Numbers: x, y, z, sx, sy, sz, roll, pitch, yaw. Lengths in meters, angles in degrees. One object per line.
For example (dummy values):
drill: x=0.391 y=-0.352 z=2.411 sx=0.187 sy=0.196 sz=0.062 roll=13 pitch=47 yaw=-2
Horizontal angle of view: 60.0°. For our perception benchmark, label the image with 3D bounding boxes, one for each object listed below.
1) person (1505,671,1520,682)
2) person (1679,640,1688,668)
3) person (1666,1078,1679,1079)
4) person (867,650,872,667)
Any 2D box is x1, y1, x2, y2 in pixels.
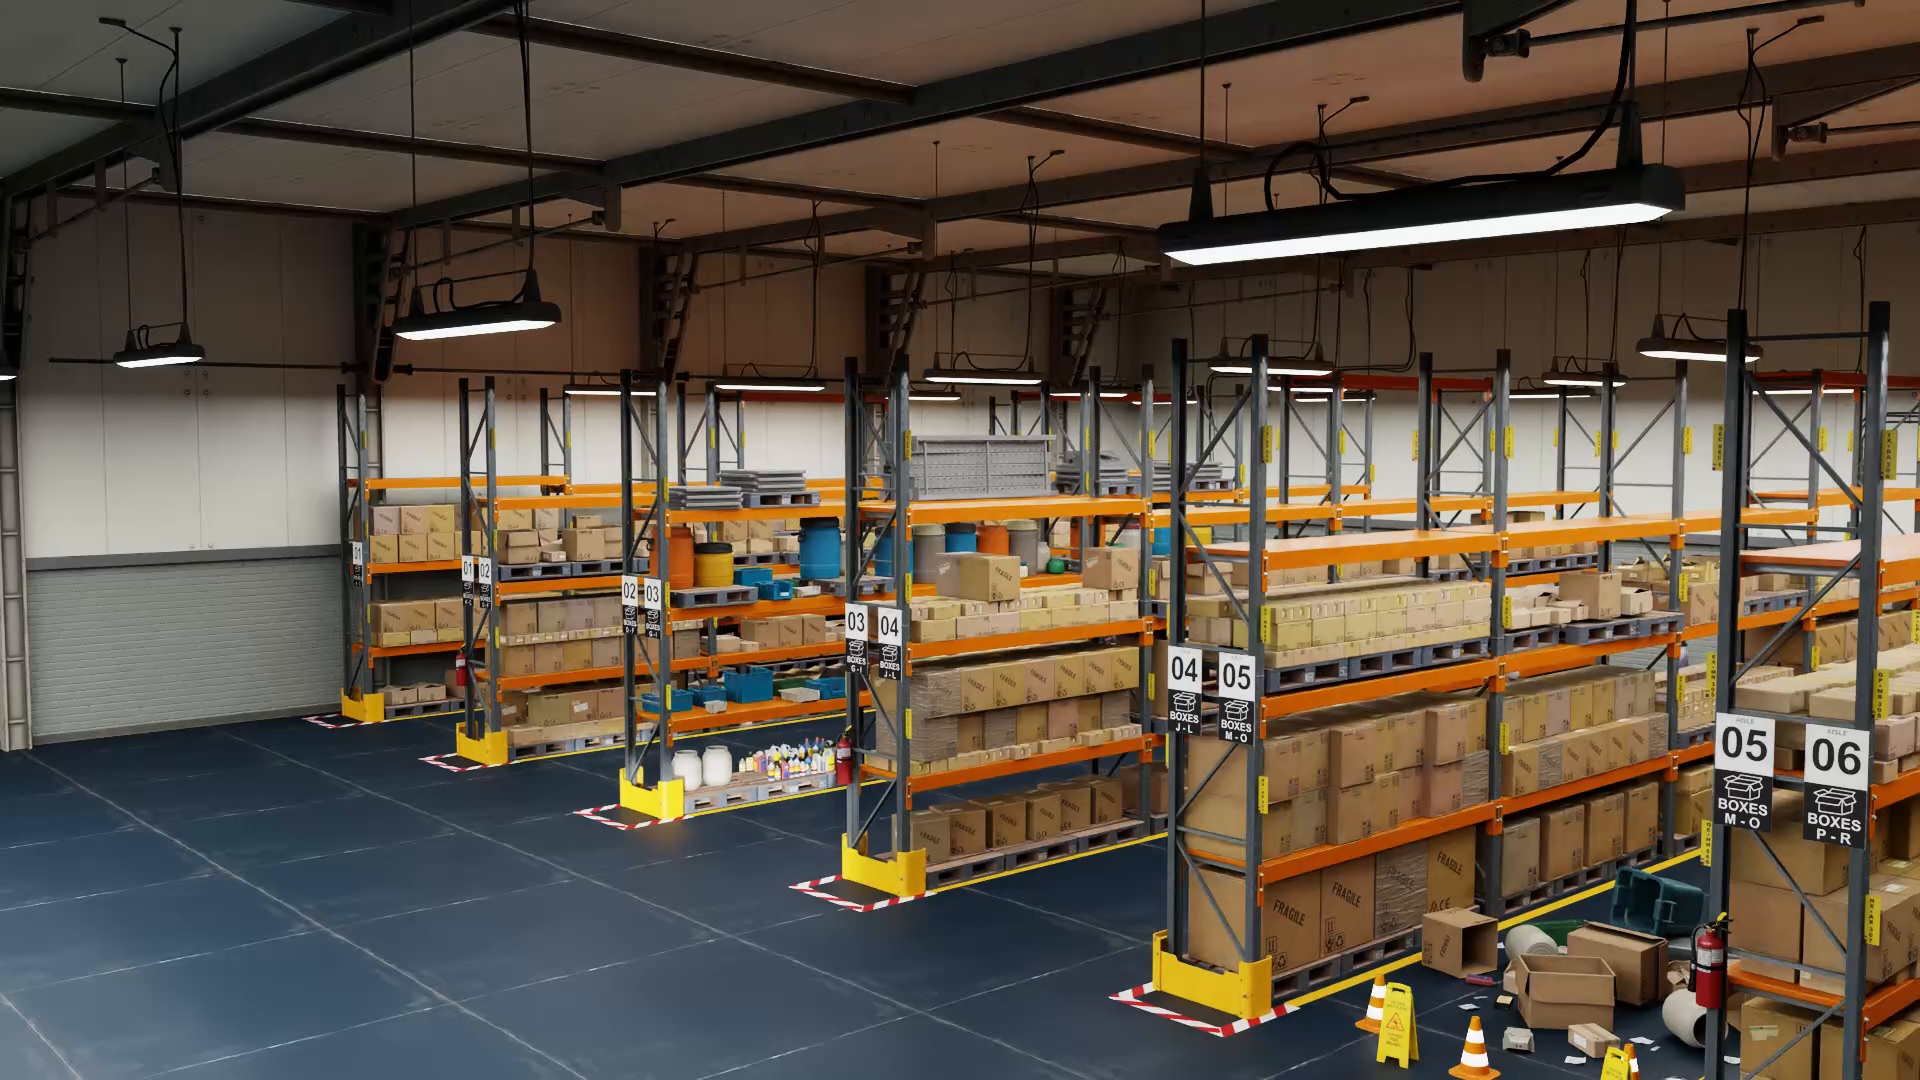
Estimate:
person: x=8.030 y=2.736 z=24.522 sx=0.545 sy=1.663 sz=0.479 roll=1 pitch=4 yaw=11
person: x=12.418 y=2.445 z=28.909 sx=0.549 sy=1.593 sz=0.977 roll=-3 pitch=5 yaw=-36
person: x=3.645 y=3.705 z=8.731 sx=0.574 sy=1.798 sz=0.593 roll=1 pitch=4 yaw=11
person: x=-1.943 y=2.006 z=35.708 sx=0.555 sy=1.668 sz=0.649 roll=1 pitch=4 yaw=17
